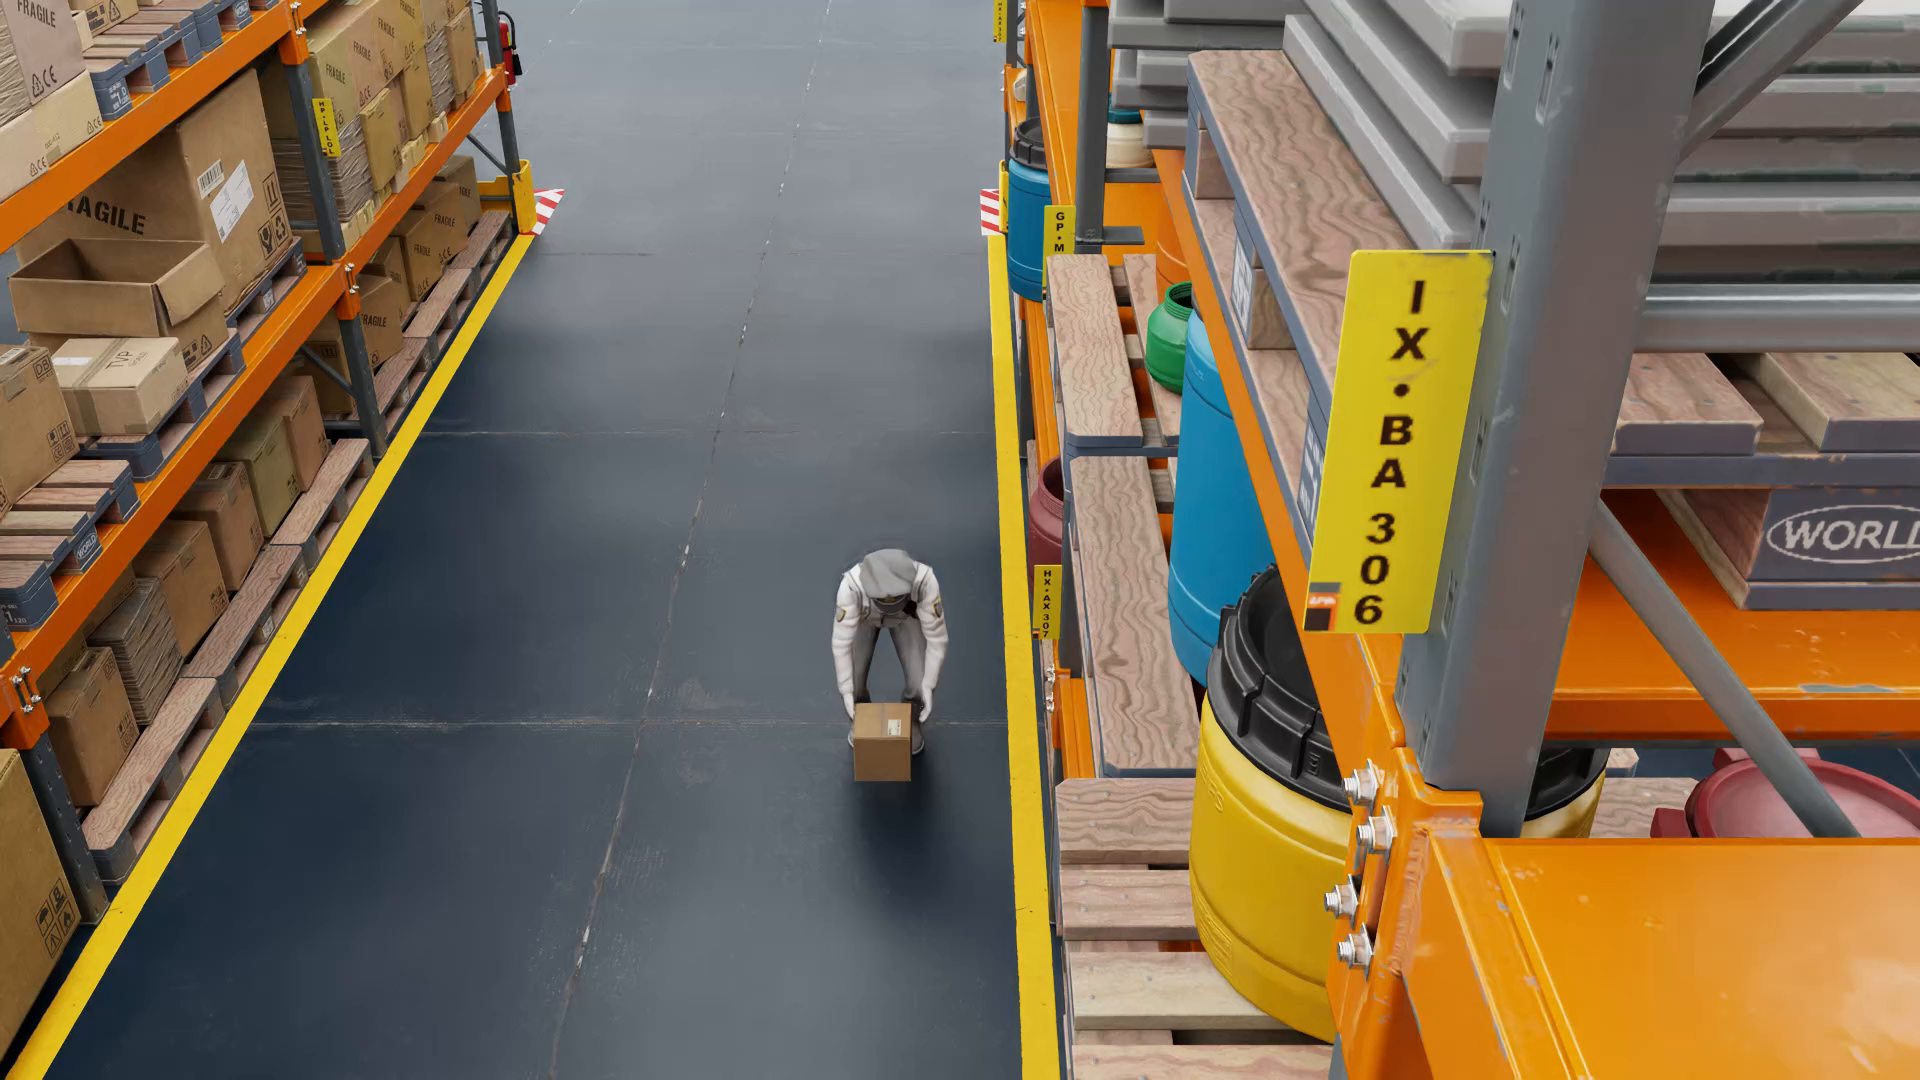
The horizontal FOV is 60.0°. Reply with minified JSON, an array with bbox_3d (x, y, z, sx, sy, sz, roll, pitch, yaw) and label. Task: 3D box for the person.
[{"bbox_3d":[-0.316,0.464,7.616,0.527,1.213,0.780,0,32,0],"label":"person"}]
